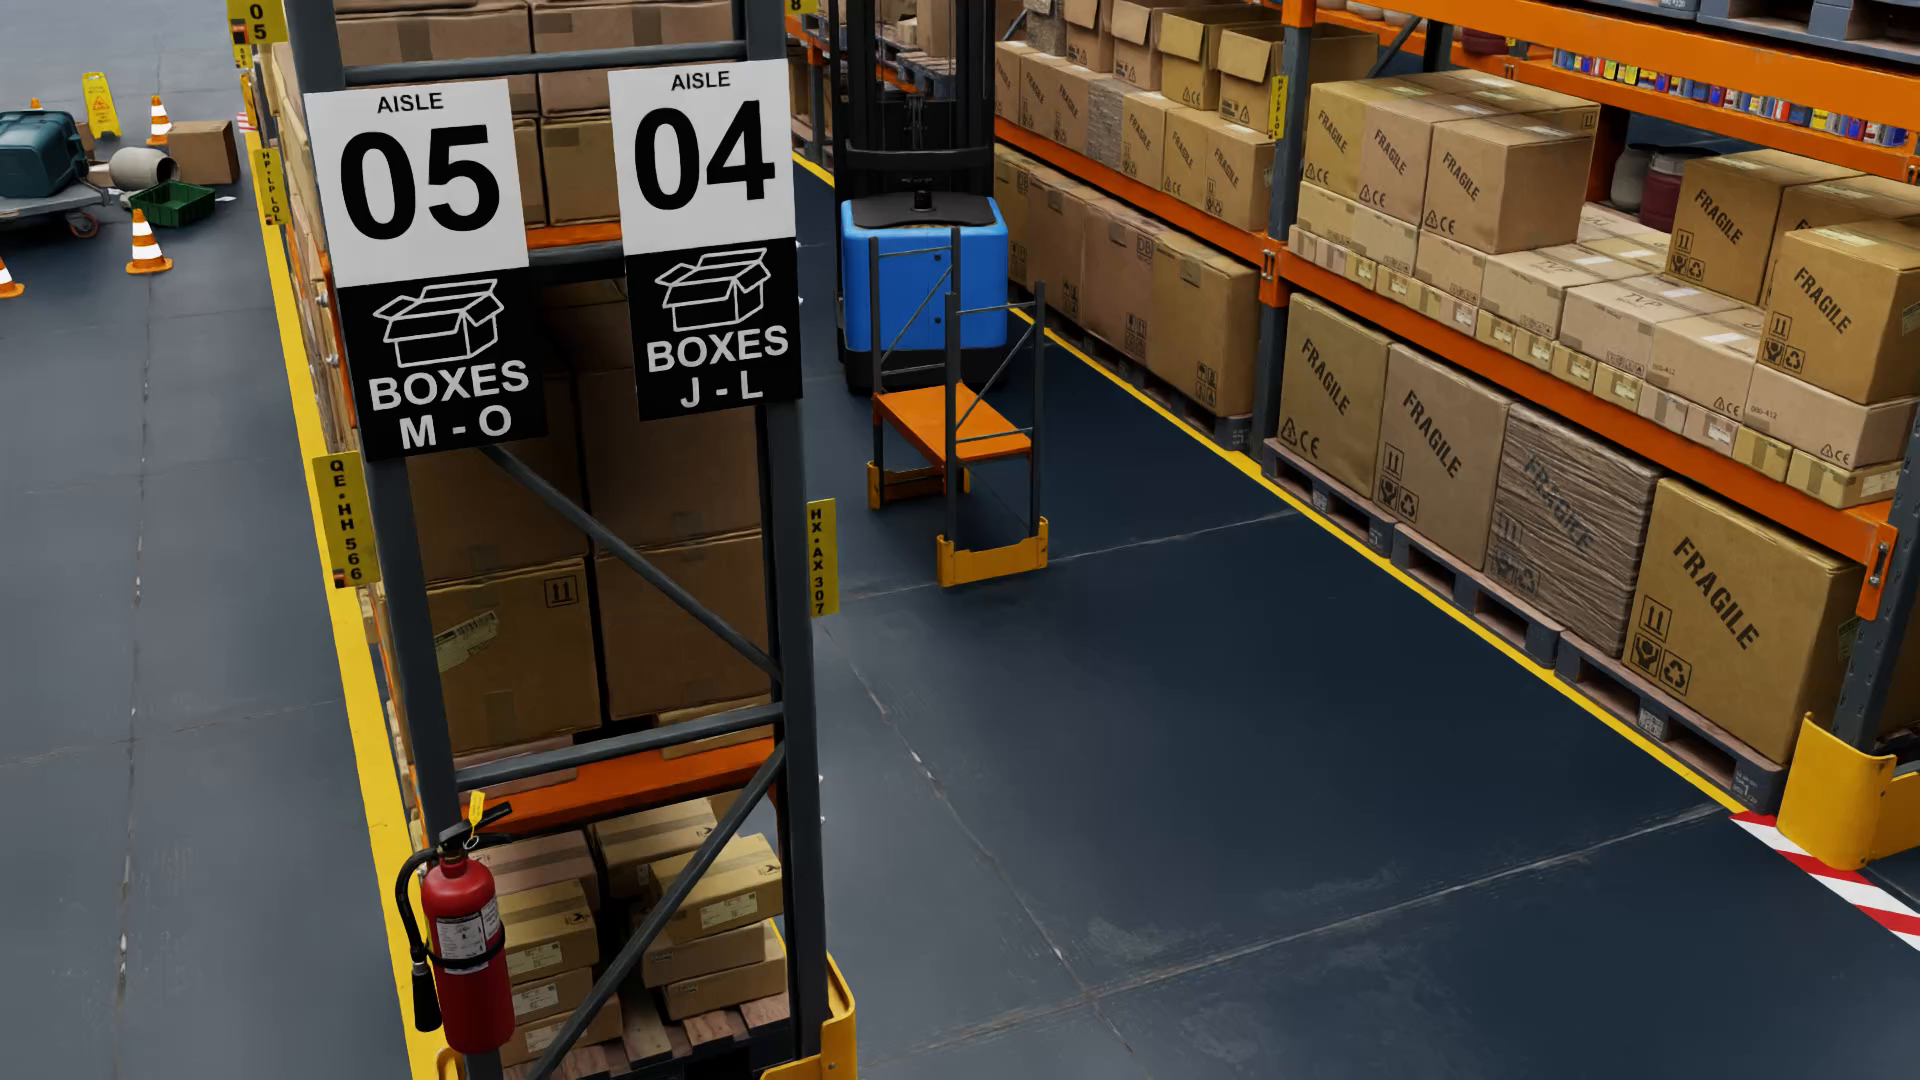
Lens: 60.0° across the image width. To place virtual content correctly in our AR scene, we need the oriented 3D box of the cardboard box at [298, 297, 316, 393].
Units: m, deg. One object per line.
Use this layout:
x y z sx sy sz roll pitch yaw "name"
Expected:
-3.751 -1.231 10.224 0.500 0.500 0.500 -10 28 -20 "cardboard box"

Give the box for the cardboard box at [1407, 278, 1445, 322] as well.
2.398 -1.184 8.042 0.380 0.149 0.250 -11 28 -21 "cardboard box"

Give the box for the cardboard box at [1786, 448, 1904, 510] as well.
3.301 -0.254 6.137 0.380 0.149 0.250 -10 28 -20 "cardboard box"

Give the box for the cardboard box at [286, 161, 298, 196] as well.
-2.088 -1.071 5.933 0.500 0.500 0.500 -10 28 -20 "cardboard box"

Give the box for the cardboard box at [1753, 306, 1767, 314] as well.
3.594 -0.795 6.791 0.500 0.250 0.500 -11 28 -21 "cardboard box"

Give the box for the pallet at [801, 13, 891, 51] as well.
-0.791 -4.704 15.185 1.003 0.211 1.213 -11 28 -21 "pallet"

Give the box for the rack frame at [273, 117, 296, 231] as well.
-2.427 -1.083 7.549 1.000 3.000 0.127 -11 28 -21 "rack frame"

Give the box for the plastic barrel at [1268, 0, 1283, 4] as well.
3.474 -5.992 17.033 0.600 0.901 0.708 -11 28 -21 "plastic barrel"

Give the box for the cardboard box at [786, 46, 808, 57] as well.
-1.800 -5.058 18.061 0.500 0.500 0.500 -8 27 -16 "cardboard box"

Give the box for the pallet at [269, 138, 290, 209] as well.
-3.616 -2.342 10.347 1.213 0.211 1.003 -11 28 -21 "pallet"

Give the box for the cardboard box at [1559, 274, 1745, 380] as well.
2.912 -0.906 7.019 0.500 0.250 0.500 -12 28 -22 "cardboard box"

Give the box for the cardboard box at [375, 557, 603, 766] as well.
-1.273 0.216 4.436 0.500 0.500 0.500 -10 28 -20 "cardboard box"

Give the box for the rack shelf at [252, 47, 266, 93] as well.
-3.210 -2.915 8.703 1.077 0.370 4.000 -11 28 -21 "rack shelf"

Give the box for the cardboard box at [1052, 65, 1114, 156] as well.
0.958 -2.897 11.151 0.500 0.500 0.500 -11 28 -22 "cardboard box"

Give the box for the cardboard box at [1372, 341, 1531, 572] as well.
2.714 -0.485 8.267 0.875 0.875 0.875 -11 28 -21 "cardboard box"

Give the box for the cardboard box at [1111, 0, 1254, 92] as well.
1.403 -3.174 10.574 0.797 0.503 0.637 -10 28 -19 "cardboard box"

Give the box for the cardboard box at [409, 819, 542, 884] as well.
-1.565 0.993 5.391 0.380 0.149 0.250 -11 28 -22 "cardboard box"

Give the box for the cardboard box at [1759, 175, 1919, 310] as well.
3.608 -1.125 6.612 0.500 0.500 0.500 -11 28 -22 "cardboard box"

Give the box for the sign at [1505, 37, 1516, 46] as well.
4.664 -4.336 14.026 0.100 0.325 0.005 -11 28 -21 "sign"

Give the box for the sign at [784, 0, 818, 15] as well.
-0.361 -1.302 3.583 0.100 0.325 0.005 -11 28 -21 "sign"

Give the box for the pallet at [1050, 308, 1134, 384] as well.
1.324 -1.433 11.445 1.003 0.211 1.213 -11 28 -21 "pallet"

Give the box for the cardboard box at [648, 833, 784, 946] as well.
-0.753 1.087 5.197 0.380 0.149 0.250 -12 28 -23 "cardboard box"

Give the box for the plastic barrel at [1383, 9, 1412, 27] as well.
4.231 -5.141 15.706 0.433 0.535 0.433 0 26 0 "plastic barrel"

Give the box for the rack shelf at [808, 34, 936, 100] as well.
-0.173 -3.993 14.330 1.077 0.370 4.000 -11 28 -21 "rack shelf"

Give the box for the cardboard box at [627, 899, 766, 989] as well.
-0.829 1.235 5.234 0.380 0.149 0.250 -9 28 -18 "cardboard box"

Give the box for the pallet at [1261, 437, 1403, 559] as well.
2.402 -0.321 9.167 1.003 0.211 1.213 -11 28 -21 "pallet"

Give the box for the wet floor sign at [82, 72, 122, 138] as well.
-8.959 -4.541 17.315 0.267 0.644 0.232 -16 30 -29 "wet floor sign"

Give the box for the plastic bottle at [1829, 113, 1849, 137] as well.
6.139 -2.941 11.496 0.152 0.276 0.135 -11 28 -21 "plastic bottle"

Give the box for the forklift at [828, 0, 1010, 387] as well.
-0.336 -2.903 11.355 1.130 2.935 3.031 -2 26 -5 "forklift"

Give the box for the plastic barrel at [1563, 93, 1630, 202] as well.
5.375 -3.379 14.247 0.600 0.830 0.708 -11 28 -21 "plastic barrel"

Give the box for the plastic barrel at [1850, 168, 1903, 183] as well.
6.537 -2.214 11.778 0.600 0.901 0.708 -11 28 -21 "plastic barrel"

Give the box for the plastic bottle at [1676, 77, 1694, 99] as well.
5.583 -3.514 12.670 0.152 0.276 0.135 -11 28 -21 "plastic bottle"

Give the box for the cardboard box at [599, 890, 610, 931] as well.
-1.052 1.167 5.712 0.380 0.149 0.250 -10 28 -20 "cardboard box"

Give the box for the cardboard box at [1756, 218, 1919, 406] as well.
3.311 -0.834 6.017 0.500 0.500 0.500 -10 28 -20 "cardboard box"

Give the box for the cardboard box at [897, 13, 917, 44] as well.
-0.291 -4.264 13.740 0.396 0.266 0.258 -11 28 -22 "cardboard box"

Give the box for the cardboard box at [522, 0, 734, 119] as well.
-0.797 -1.199 3.970 0.500 0.250 0.500 -10 28 -20 "cardboard box"

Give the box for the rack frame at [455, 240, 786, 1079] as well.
-0.857 0.531 4.243 0.949 2.616 0.053 -11 28 -21 "rack frame"

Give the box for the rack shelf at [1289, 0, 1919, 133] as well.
2.960 -2.112 7.057 1.077 0.370 4.000 -11 28 -21 "rack shelf"

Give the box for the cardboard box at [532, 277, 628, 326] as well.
-0.995 -0.526 4.815 0.500 0.500 0.500 -10 28 -19 "cardboard box"

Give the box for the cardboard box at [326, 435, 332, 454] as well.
-2.948 -0.404 8.529 0.500 0.500 0.500 -11 28 -22 "cardboard box"

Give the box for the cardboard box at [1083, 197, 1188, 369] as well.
1.557 -1.744 10.846 1.225 0.875 0.875 -12 28 -22 "cardboard box"

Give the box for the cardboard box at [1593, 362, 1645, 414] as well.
2.899 -0.666 6.981 0.380 0.149 0.250 -11 28 -22 "cardboard box"

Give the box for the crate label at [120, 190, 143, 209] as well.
-7.296 -3.021 14.781 0.250 0.136 0.298 13 29 24 "crate label"

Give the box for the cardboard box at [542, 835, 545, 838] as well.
-1.535 1.117 5.475 0.380 0.149 0.250 -12 28 -23 "cardboard box"

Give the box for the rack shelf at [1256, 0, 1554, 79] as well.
4.384 -4.844 16.073 1.077 0.370 4.000 -11 28 -21 "rack shelf"

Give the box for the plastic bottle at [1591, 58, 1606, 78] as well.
5.221 -3.887 13.435 0.152 0.276 0.135 -11 28 -21 "plastic bottle"

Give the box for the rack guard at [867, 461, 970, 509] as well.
-0.225 -0.344 9.170 0.587 0.250 0.087 -11 28 -21 "rack guard"

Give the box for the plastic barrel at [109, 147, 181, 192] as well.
-7.415 -3.349 15.127 0.512 0.421 0.421 8 27 15 "plastic barrel"

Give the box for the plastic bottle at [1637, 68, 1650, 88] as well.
5.384 -3.687 13.029 0.097 0.271 0.097 0 26 0 "plastic bottle"

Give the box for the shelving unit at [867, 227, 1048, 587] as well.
-0.030 -0.705 8.484 0.587 1.500 1.083 -11 28 -21 "shelving unit"

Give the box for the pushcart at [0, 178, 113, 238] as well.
-7.996 -2.655 13.757 1.648 0.377 0.936 -22 34 -38 "pushcart"

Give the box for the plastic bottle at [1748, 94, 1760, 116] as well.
5.818 -3.207 12.126 0.097 0.201 0.097 0 26 0 "plastic bottle"
